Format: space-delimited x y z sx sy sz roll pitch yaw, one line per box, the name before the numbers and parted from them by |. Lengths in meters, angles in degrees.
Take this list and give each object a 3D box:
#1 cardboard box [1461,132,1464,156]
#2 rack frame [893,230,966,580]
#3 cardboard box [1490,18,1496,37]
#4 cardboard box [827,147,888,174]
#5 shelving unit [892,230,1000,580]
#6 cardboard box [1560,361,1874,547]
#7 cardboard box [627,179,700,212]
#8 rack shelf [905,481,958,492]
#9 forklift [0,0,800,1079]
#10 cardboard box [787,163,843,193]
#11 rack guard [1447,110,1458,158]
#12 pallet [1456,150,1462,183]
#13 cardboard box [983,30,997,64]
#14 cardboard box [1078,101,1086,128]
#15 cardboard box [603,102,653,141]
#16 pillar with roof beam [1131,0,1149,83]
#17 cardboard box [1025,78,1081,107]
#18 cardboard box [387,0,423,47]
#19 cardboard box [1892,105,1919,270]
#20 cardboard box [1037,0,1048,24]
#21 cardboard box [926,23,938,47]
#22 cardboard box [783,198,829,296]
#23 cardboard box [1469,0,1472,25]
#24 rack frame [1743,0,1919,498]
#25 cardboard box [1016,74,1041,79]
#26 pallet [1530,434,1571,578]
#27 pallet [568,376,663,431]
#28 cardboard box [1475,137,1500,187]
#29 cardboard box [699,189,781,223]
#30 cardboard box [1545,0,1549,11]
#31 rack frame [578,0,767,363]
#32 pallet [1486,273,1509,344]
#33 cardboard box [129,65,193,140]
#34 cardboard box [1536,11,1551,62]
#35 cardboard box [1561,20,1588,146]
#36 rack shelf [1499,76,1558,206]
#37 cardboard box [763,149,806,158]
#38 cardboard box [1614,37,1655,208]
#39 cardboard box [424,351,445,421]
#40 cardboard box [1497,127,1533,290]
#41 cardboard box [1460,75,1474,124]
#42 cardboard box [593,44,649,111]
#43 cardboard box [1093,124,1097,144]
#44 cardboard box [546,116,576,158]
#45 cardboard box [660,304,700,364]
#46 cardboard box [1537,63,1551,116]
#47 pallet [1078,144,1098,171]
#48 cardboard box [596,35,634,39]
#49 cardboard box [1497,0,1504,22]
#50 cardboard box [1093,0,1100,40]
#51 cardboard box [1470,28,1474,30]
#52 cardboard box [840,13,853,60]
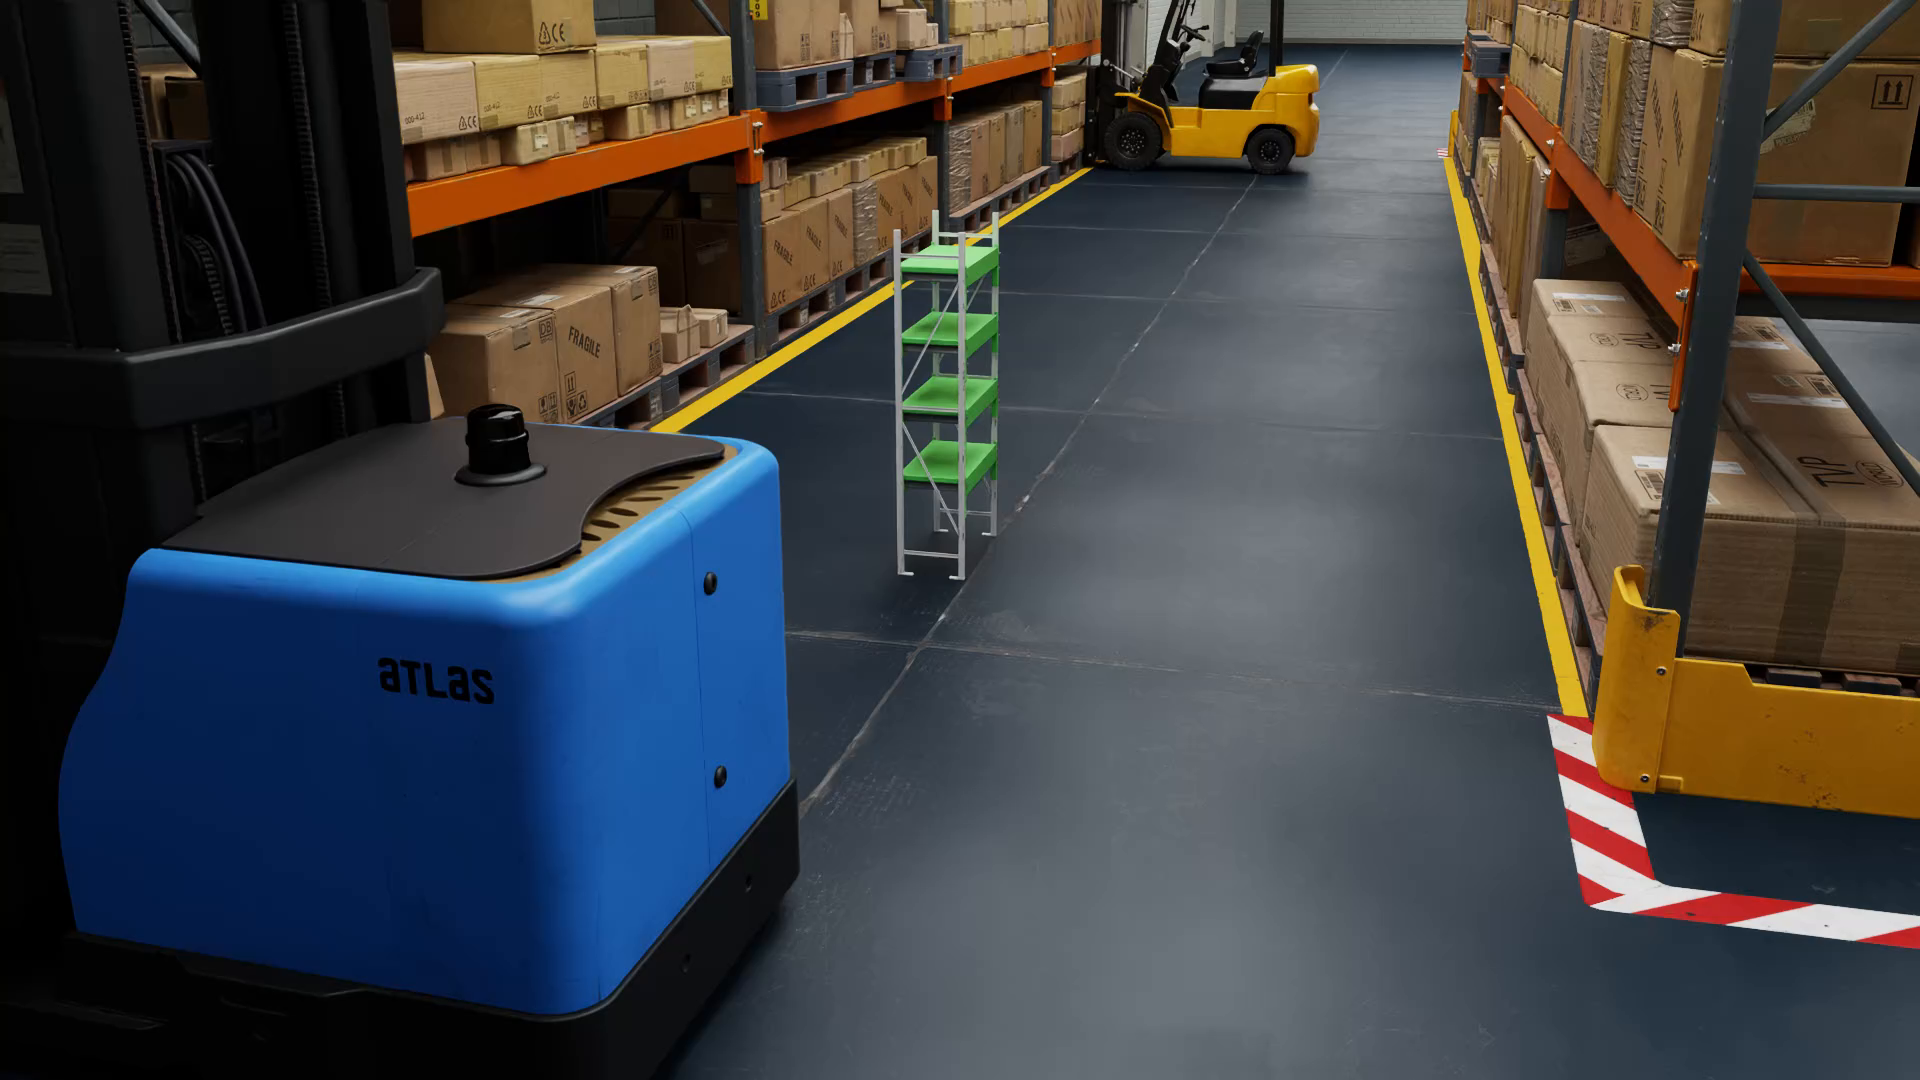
cardboard box | 5.345 -3.984 16.815 0.500 0.250 0.500 5 19 14
rack frame | -0.100 -0.439 5.618 0.240 1.200 0.015 5 19 13
cardboard box | 4.425 -4.078 13.226 0.380 0.149 0.250 5 20 15
cardboard box | -0.707 -2.592 11.350 0.380 0.149 0.250 5 20 15
shelving unit | 7.155 -1.278 8.074 13.061 1.200 8.595 5 19 13
cardboard box | 2.560 -0.281 5.682 0.875 0.438 0.875 5 20 15
cardboard box | -1.688 -1.980 9.559 0.380 0.149 0.250 5 19 13
rack shelf | -0.040 -0.255 5.931 0.199 0.029 0.442 5 19 13
forklift | 2.013 -0.404 2.974 10.829 2.843 2.598 5 20 15
cardboard box | -0.953 -2.265 10.392 0.380 0.149 0.250 5 20 15
rack guard | 6.171 -4.600 18.882 1.175 0.500 0.348 5 19 13
pallet | 5.638 -3.830 17.076 1.003 0.211 1.213 5 19 13
cardboard box | 0.012 -4.058 13.661 0.500 0.250 0.500 4 19 12
cardboard box | 1.070 -4.520 17.611 0.500 0.250 0.500 4 19 13
cardboard box | -1.598 -1.869 7.407 0.380 0.149 0.250 4 19 13
pillar with roof beam | 7.437 -12.311 28.308 9.100 9.000 0.400 5 19 13
cardboard box | 0.955 -4.601 17.075 0.500 0.250 0.500 5 19 13
cardboard box | -2.179 -2.415 7.230 0.500 0.500 0.500 4 19 12
cardboard box | 2.676 -0.967 4.224 0.500 0.500 0.500 5 19 13
cardboard box | 0.526 -4.936 15.455 0.500 0.250 0.500 4 19 12
cardboard box | -0.368 -3.534 11.632 0.380 0.149 0.250 5 19 14
cardboard box | -1.100 -1.754 9.899 0.500 0.500 0.500 4 19 13
cardboard box | 5.681 -5.706 17.637 0.500 0.500 0.500 5 20 15
rack frame | 2.277 -0.792 3.866 0.949 2.616 0.053 5 19 13
cardboard box | 0.576 -4.802 17.662 0.500 0.250 0.500 5 19 14
pallet | 2.699 -0.110 6.184 1.003 0.211 1.213 5 19 13
pallet | -2.022 -0.518 7.378 1.003 0.211 1.213 5 19 13
cardboard box | 5.086 -3.344 14.752 0.950 0.372 0.625 5 19 14
cardboard box | -1.211 -1.851 9.179 0.380 0.149 0.250 6 20 16
cardboard box | 3.385 -3.046 8.764 0.500 0.500 0.500 5 20 15
rack frame | -1.557 -2.437 8.680 1.000 3.000 0.127 5 19 13
pallet | 3.669 -1.358 9.835 1.003 0.211 1.213 5 19 13
cardboard box | -2.679 -1.418 5.469 0.500 0.250 0.500 5 20 15
cardboard box | 3.365 -2.689 8.878 0.500 0.250 0.500 5 20 15
cardboard box | 2.889 -1.967 7.150 0.500 0.500 0.500 5 20 15
rack shelf | 3.746 -2.332 9.488 1.077 0.370 4.000 5 19 13
cardboard box | -1.257 -2.545 11.213 0.380 0.149 0.250 4 19 12
cardboard box | 2.394 -1.330 5.285 0.500 0.500 0.500 5 20 15
cardboard box | -2.293 -0.384 5.885 0.797 0.503 0.637 4 19 11
cardboard box | 16.289 -5.183 7.114 25.988 8.790 3.910 5 19 14
cardboard box | 5.595 -4.657 17.624 0.500 0.500 0.500 4 19 11
cardboard box | -1.688 -2.014 7.215 0.500 0.250 0.500 5 19 13
cardboard box | 1.200 -4.447 18.172 0.500 0.250 0.500 5 20 15
cardboard box | -1.780 -1.629 6.706 0.380 0.149 0.250 5 20 15
cardboard box | -1.496 -1.032 8.148 0.396 0.266 0.258 5 20 15
cardboard box | 3.248 -2.295 8.497 0.500 0.250 0.500 4 19 13
pallet | 0.929 -4.254 18.315 1.003 0.211 1.213 5 19 13
cardboard box | -0.758 -3.731 11.856 0.659 0.500 8.552 5 20 15
cardboard box | 4.192 -4.014 12.033 0.500 0.500 0.500 4 19 13
cardboard box | 1.249 -5.748 18.219 0.500 0.500 0.500 4 19 12
cardboard box | 5.607 -5.365 17.643 0.380 0.149 0.250 5 19 14
cardboard box | -0.845 -2.977 9.820 0.396 0.266 0.258 6 20 16
